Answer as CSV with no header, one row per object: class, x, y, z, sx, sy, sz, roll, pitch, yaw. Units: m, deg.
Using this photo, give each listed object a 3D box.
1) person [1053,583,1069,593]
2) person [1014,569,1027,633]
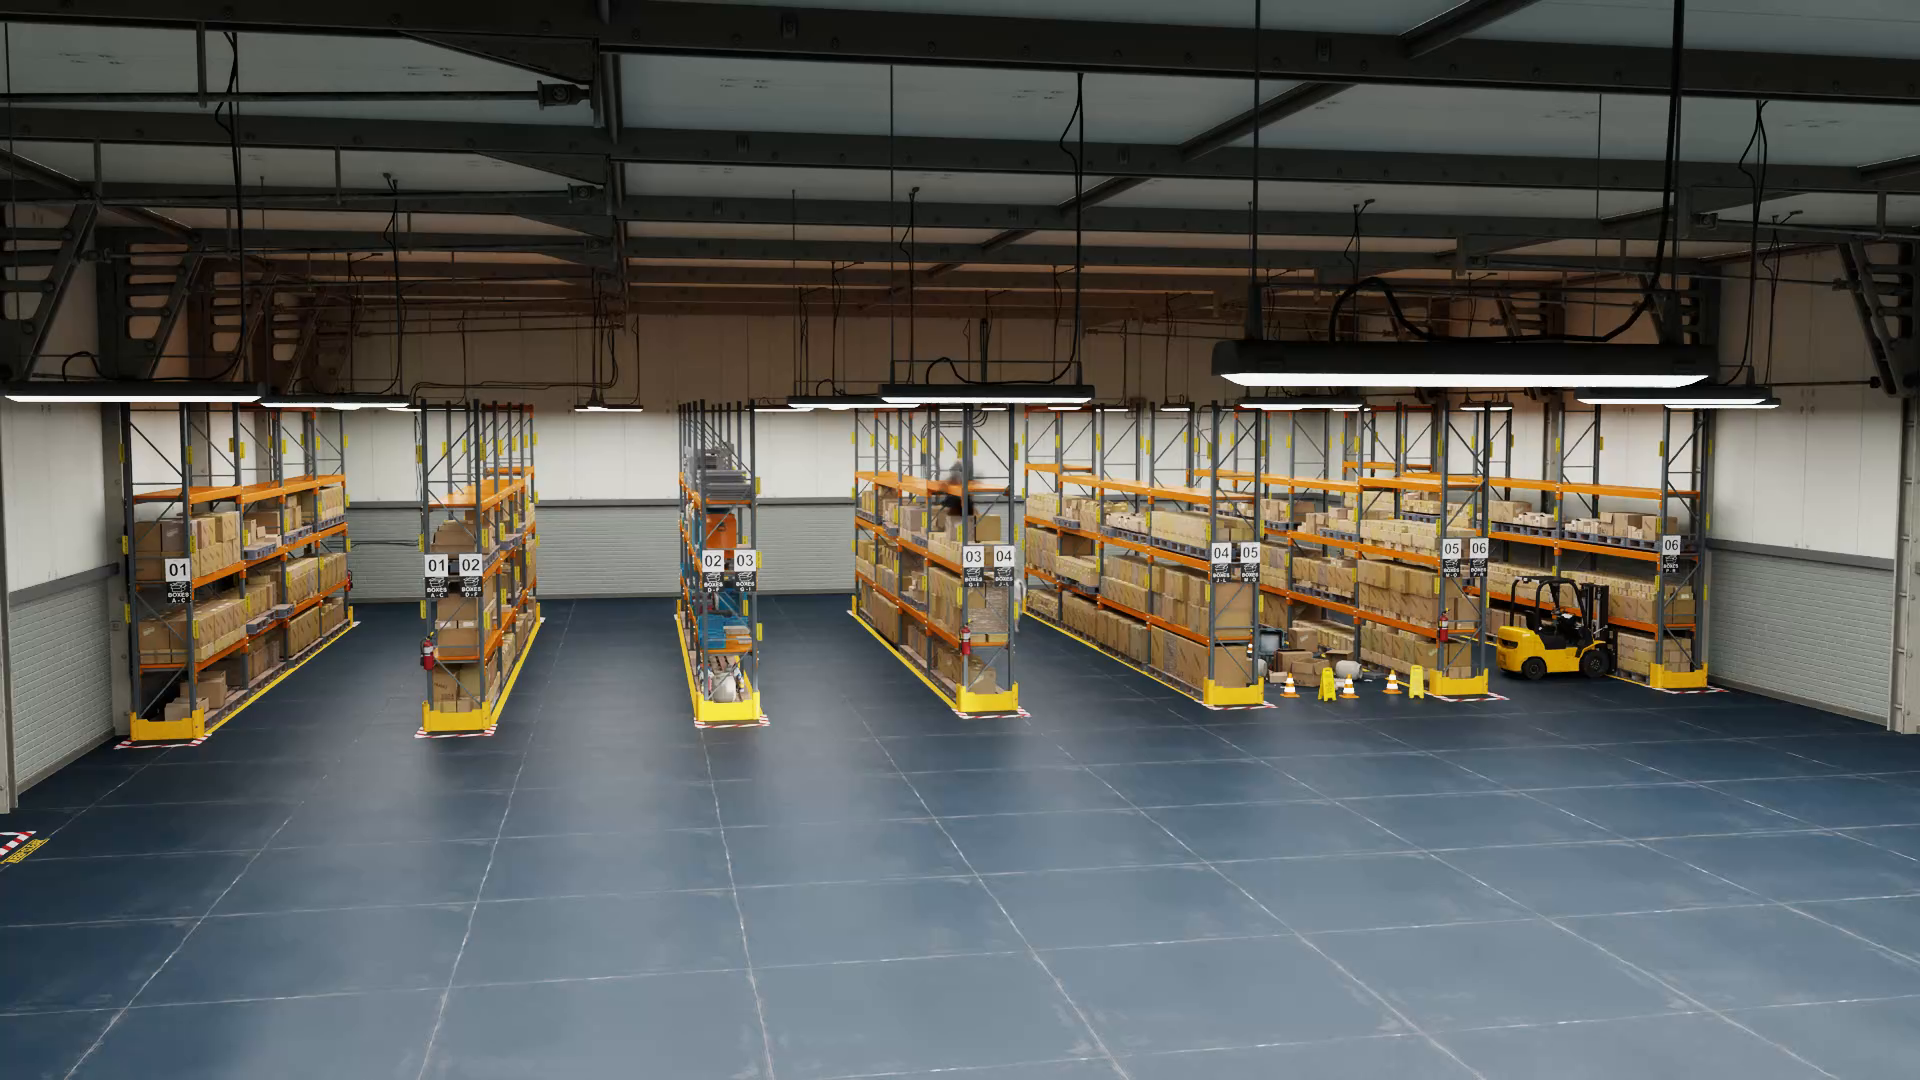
person,3.005,1.200,50.044,0.552,1.535,0.726,3,5,33
person,1.474,1.588,43.984,0.633,1.662,0.758,-1,4,-10
